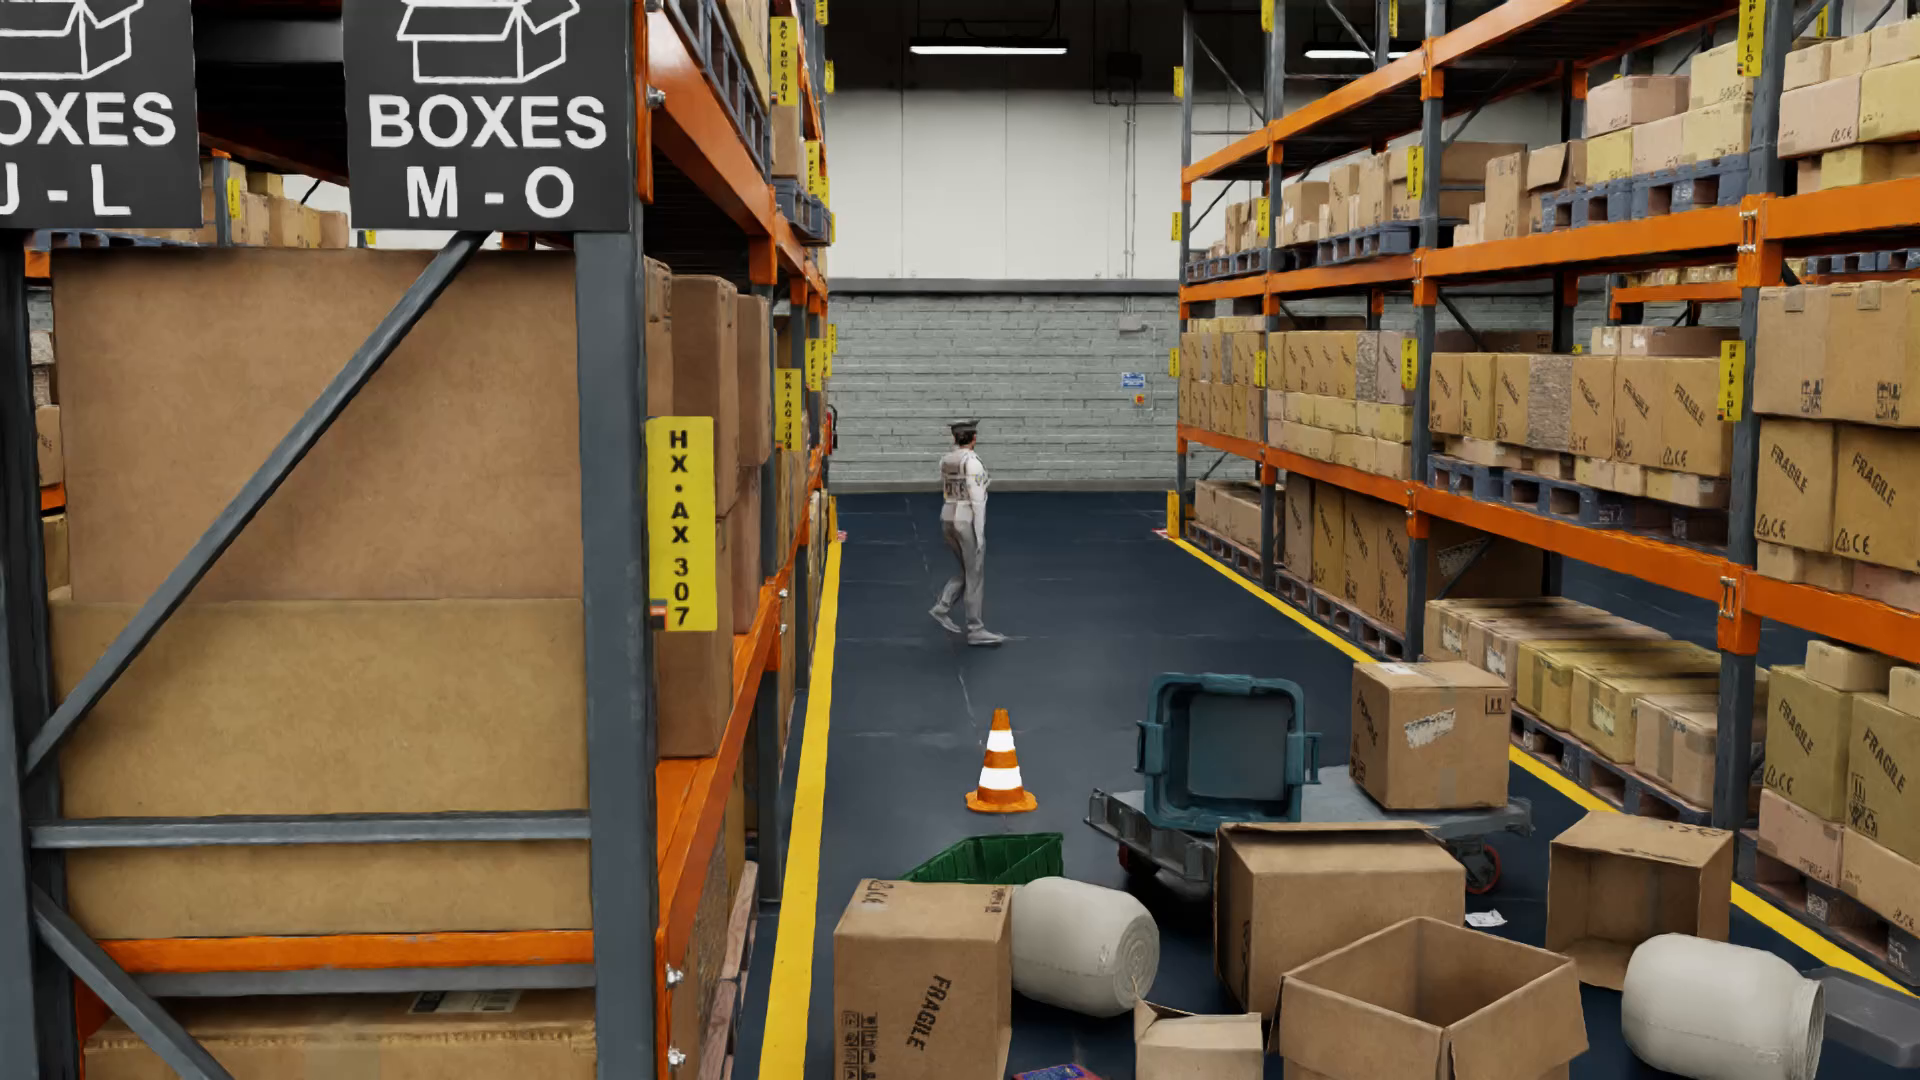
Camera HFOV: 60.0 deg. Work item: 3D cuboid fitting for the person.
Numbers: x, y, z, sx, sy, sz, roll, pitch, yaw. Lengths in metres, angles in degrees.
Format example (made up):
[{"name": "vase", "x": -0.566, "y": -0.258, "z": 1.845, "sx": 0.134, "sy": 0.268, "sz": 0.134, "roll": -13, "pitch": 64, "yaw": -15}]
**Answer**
[{"name": "person", "x": 1.119, "y": -1.375, "z": 13.226, "sx": 14.602, "sy": 2.357, "sz": 18.042, "roll": -4, "pitch": 8, "yaw": -31}]
